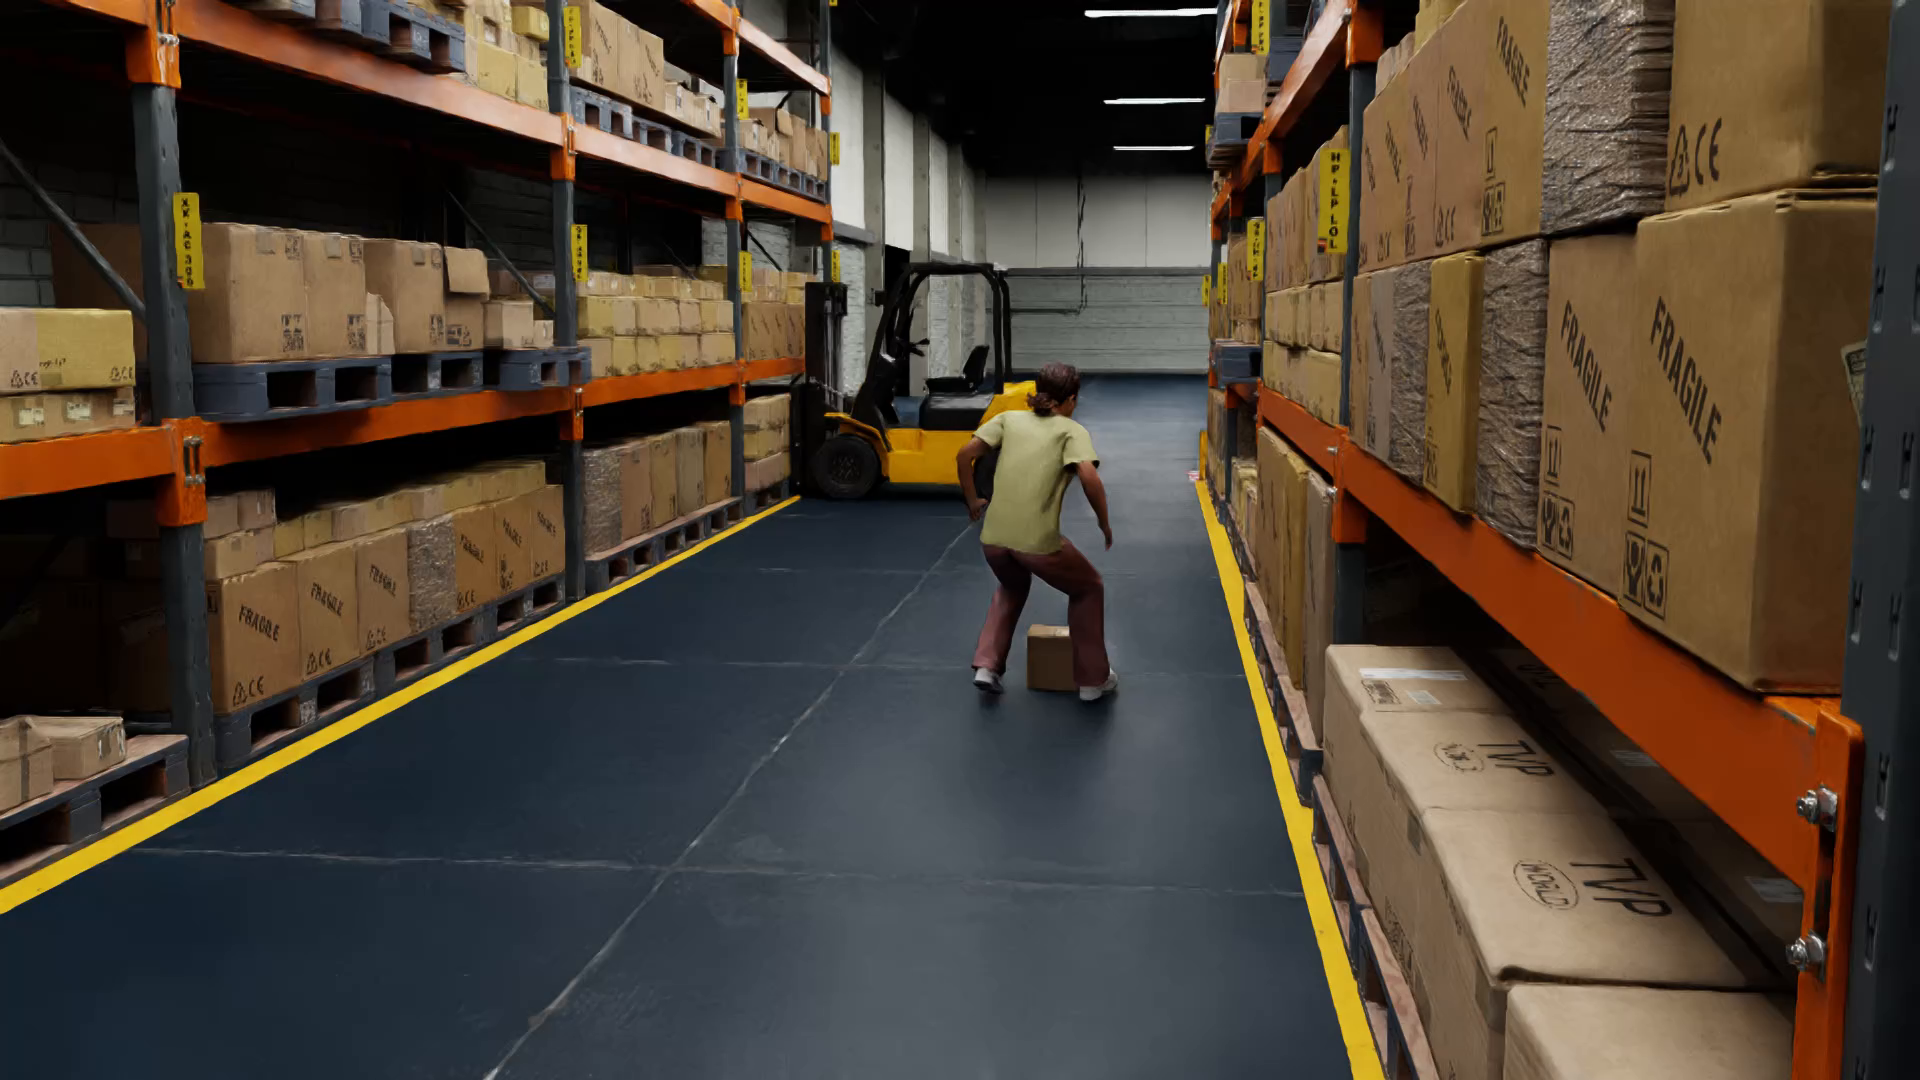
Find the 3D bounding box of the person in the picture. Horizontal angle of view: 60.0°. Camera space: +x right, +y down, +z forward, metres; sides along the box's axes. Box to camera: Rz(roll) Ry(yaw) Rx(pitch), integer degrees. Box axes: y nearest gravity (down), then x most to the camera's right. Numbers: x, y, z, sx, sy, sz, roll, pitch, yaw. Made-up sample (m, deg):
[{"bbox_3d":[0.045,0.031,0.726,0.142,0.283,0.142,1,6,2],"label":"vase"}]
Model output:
[{"bbox_3d":[0.389,-0.031,7.181,0.680,1.479,0.734,4,9,29],"label":"person"}]
